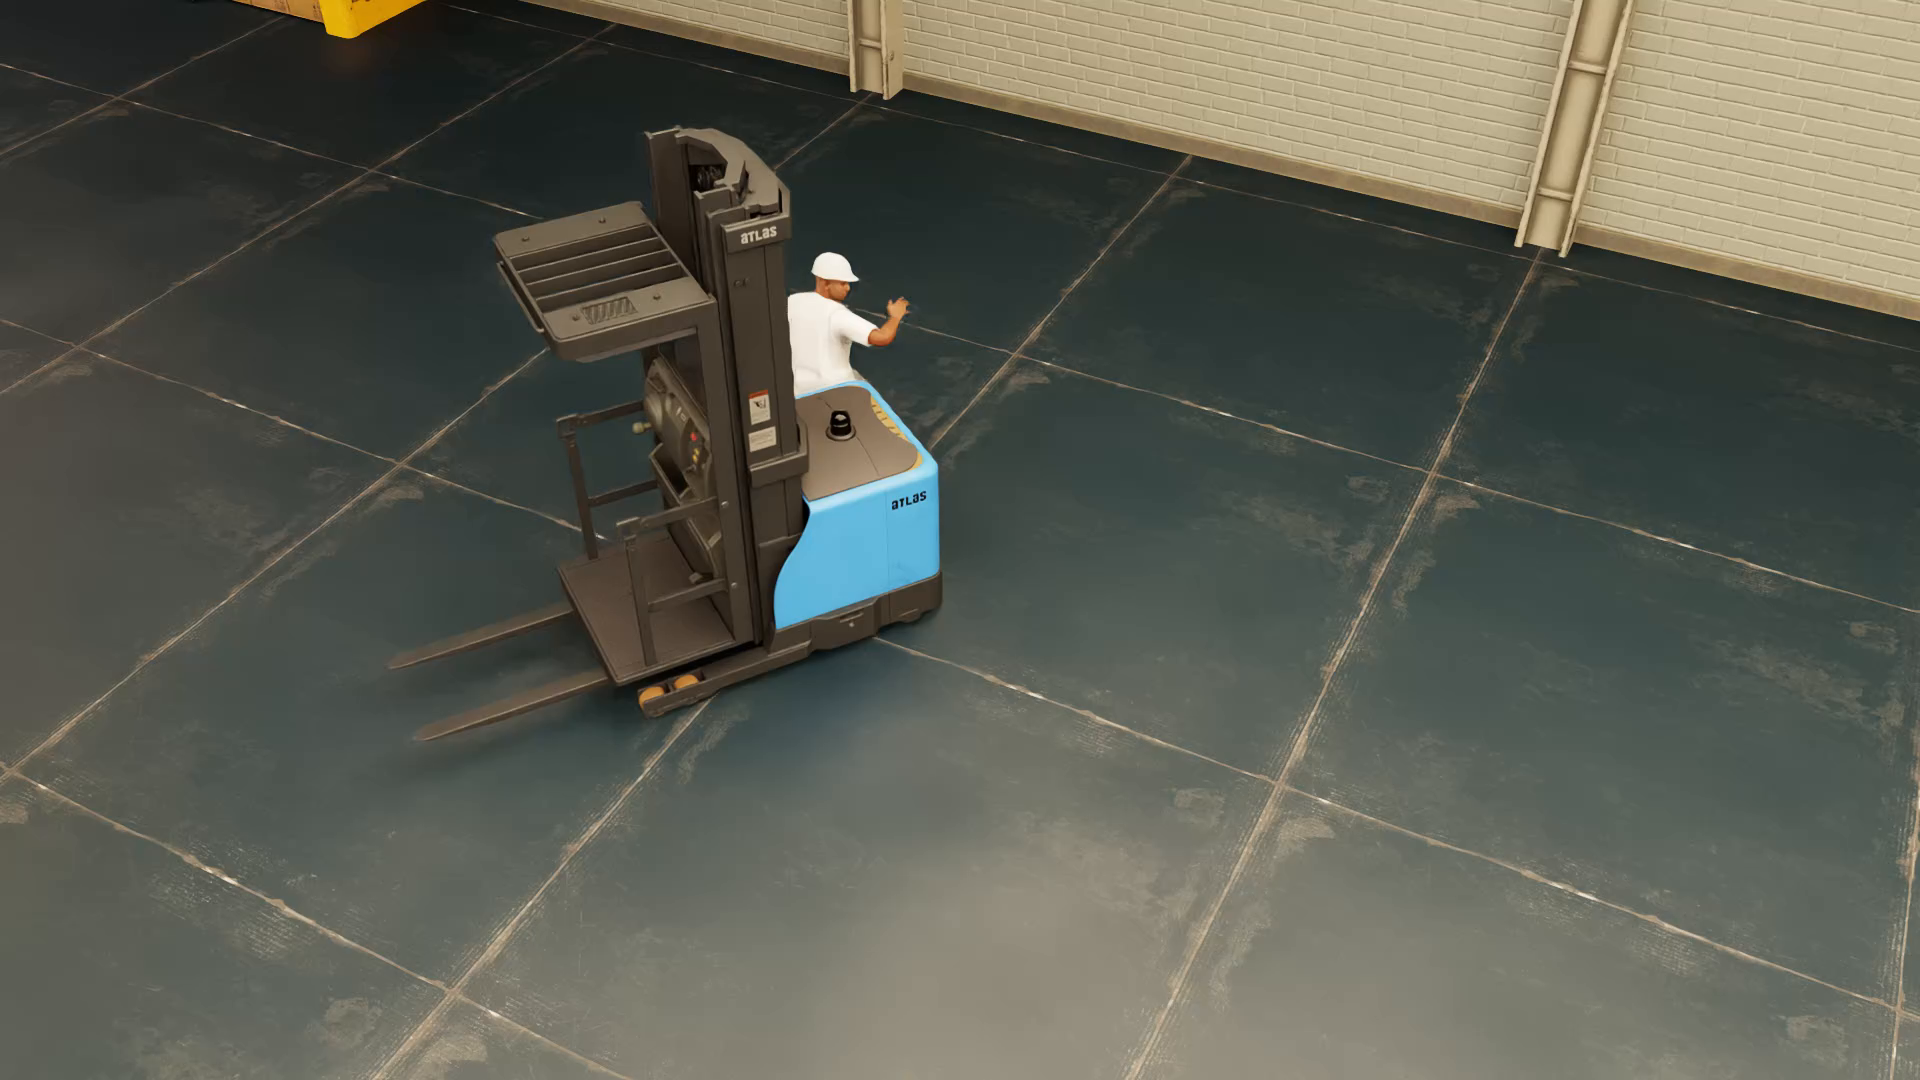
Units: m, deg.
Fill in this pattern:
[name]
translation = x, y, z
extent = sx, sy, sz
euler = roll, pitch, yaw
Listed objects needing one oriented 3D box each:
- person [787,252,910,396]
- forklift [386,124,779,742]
[person]
translation = -0.710, -1.185, 10.526
extent = 0.819, 1.474, 1.035
euler = 10, 41, 12
[forklift]
translation = -1.654, -0.546, 8.634
extent = 3.031, 2.935, 1.121
euler = -19, 44, -21
